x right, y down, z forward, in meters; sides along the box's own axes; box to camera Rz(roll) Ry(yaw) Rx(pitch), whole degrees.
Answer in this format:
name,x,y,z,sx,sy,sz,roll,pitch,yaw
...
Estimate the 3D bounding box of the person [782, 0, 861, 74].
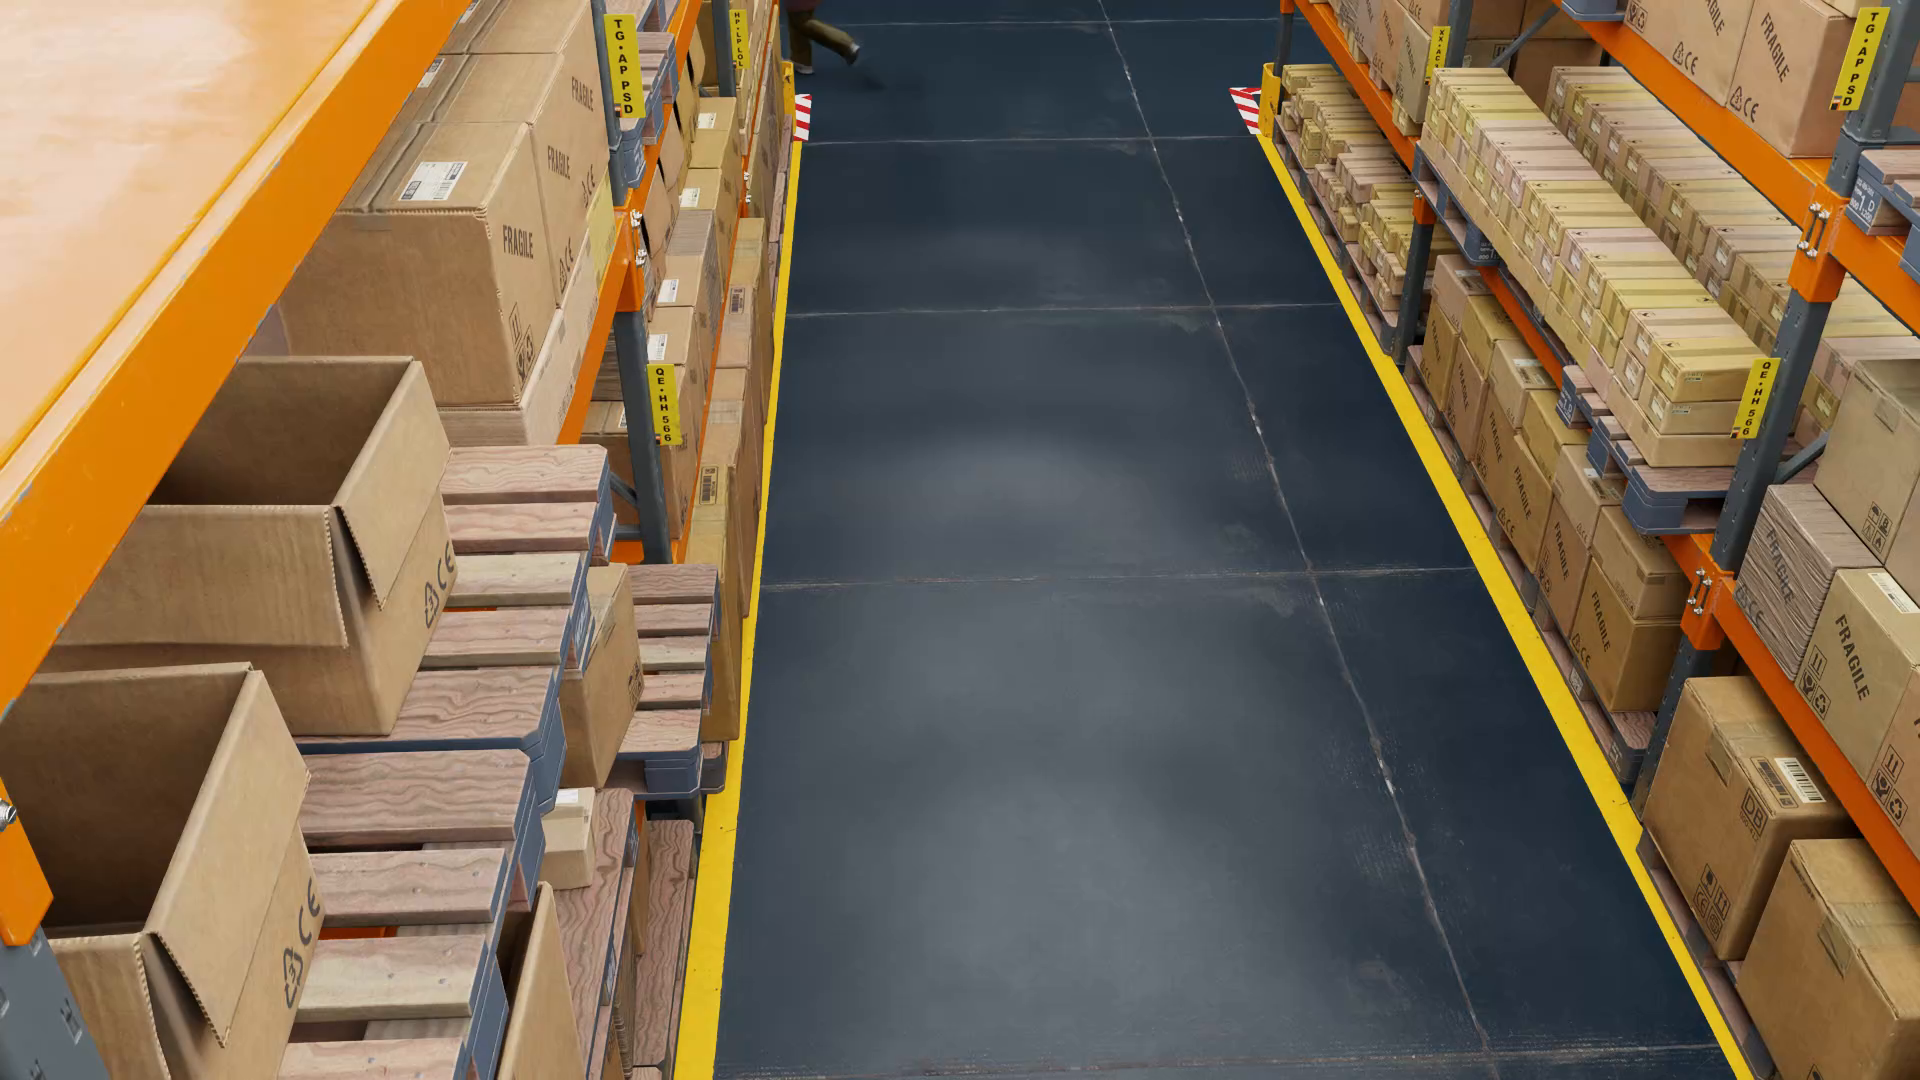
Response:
name,x,y,z,sx,sy,sz,roll,pitch,yaw
person,-1.281,-4.765,14.068,0.877,1.747,0.613,15,37,20
